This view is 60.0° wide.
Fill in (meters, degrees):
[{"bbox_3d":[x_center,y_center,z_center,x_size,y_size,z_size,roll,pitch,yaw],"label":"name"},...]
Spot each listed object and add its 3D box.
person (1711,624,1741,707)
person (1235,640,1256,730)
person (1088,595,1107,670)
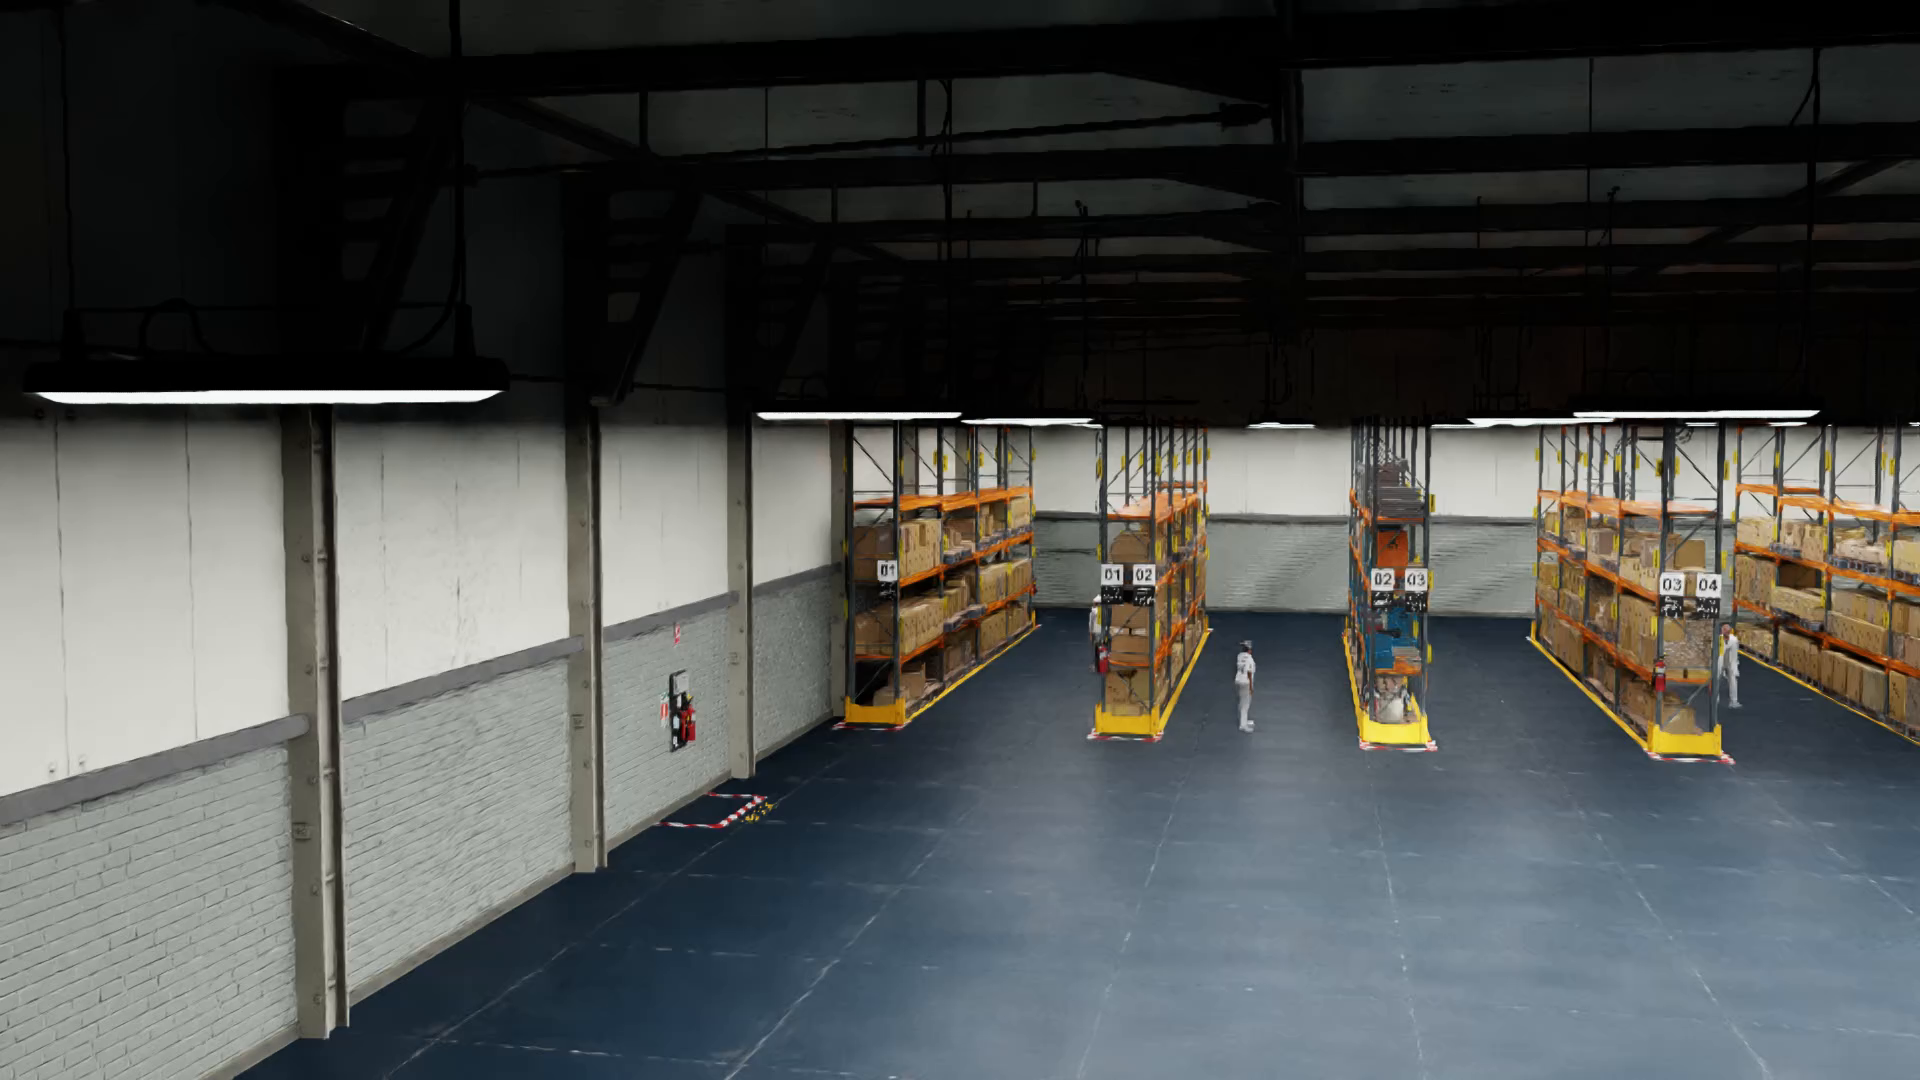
[{"bbox_3d":[15.803,2.566,34.367,0.598,1.698,1.194,1,4,14],"label":"person"},{"bbox_3d":[5.487,2.755,31.775,0.438,1.684,0.553,-1,4,-17],"label":"person"},{"bbox_3d":[3.223,2.193,39.516,0.499,1.774,0.578,4,5,43],"label":"person"}]
